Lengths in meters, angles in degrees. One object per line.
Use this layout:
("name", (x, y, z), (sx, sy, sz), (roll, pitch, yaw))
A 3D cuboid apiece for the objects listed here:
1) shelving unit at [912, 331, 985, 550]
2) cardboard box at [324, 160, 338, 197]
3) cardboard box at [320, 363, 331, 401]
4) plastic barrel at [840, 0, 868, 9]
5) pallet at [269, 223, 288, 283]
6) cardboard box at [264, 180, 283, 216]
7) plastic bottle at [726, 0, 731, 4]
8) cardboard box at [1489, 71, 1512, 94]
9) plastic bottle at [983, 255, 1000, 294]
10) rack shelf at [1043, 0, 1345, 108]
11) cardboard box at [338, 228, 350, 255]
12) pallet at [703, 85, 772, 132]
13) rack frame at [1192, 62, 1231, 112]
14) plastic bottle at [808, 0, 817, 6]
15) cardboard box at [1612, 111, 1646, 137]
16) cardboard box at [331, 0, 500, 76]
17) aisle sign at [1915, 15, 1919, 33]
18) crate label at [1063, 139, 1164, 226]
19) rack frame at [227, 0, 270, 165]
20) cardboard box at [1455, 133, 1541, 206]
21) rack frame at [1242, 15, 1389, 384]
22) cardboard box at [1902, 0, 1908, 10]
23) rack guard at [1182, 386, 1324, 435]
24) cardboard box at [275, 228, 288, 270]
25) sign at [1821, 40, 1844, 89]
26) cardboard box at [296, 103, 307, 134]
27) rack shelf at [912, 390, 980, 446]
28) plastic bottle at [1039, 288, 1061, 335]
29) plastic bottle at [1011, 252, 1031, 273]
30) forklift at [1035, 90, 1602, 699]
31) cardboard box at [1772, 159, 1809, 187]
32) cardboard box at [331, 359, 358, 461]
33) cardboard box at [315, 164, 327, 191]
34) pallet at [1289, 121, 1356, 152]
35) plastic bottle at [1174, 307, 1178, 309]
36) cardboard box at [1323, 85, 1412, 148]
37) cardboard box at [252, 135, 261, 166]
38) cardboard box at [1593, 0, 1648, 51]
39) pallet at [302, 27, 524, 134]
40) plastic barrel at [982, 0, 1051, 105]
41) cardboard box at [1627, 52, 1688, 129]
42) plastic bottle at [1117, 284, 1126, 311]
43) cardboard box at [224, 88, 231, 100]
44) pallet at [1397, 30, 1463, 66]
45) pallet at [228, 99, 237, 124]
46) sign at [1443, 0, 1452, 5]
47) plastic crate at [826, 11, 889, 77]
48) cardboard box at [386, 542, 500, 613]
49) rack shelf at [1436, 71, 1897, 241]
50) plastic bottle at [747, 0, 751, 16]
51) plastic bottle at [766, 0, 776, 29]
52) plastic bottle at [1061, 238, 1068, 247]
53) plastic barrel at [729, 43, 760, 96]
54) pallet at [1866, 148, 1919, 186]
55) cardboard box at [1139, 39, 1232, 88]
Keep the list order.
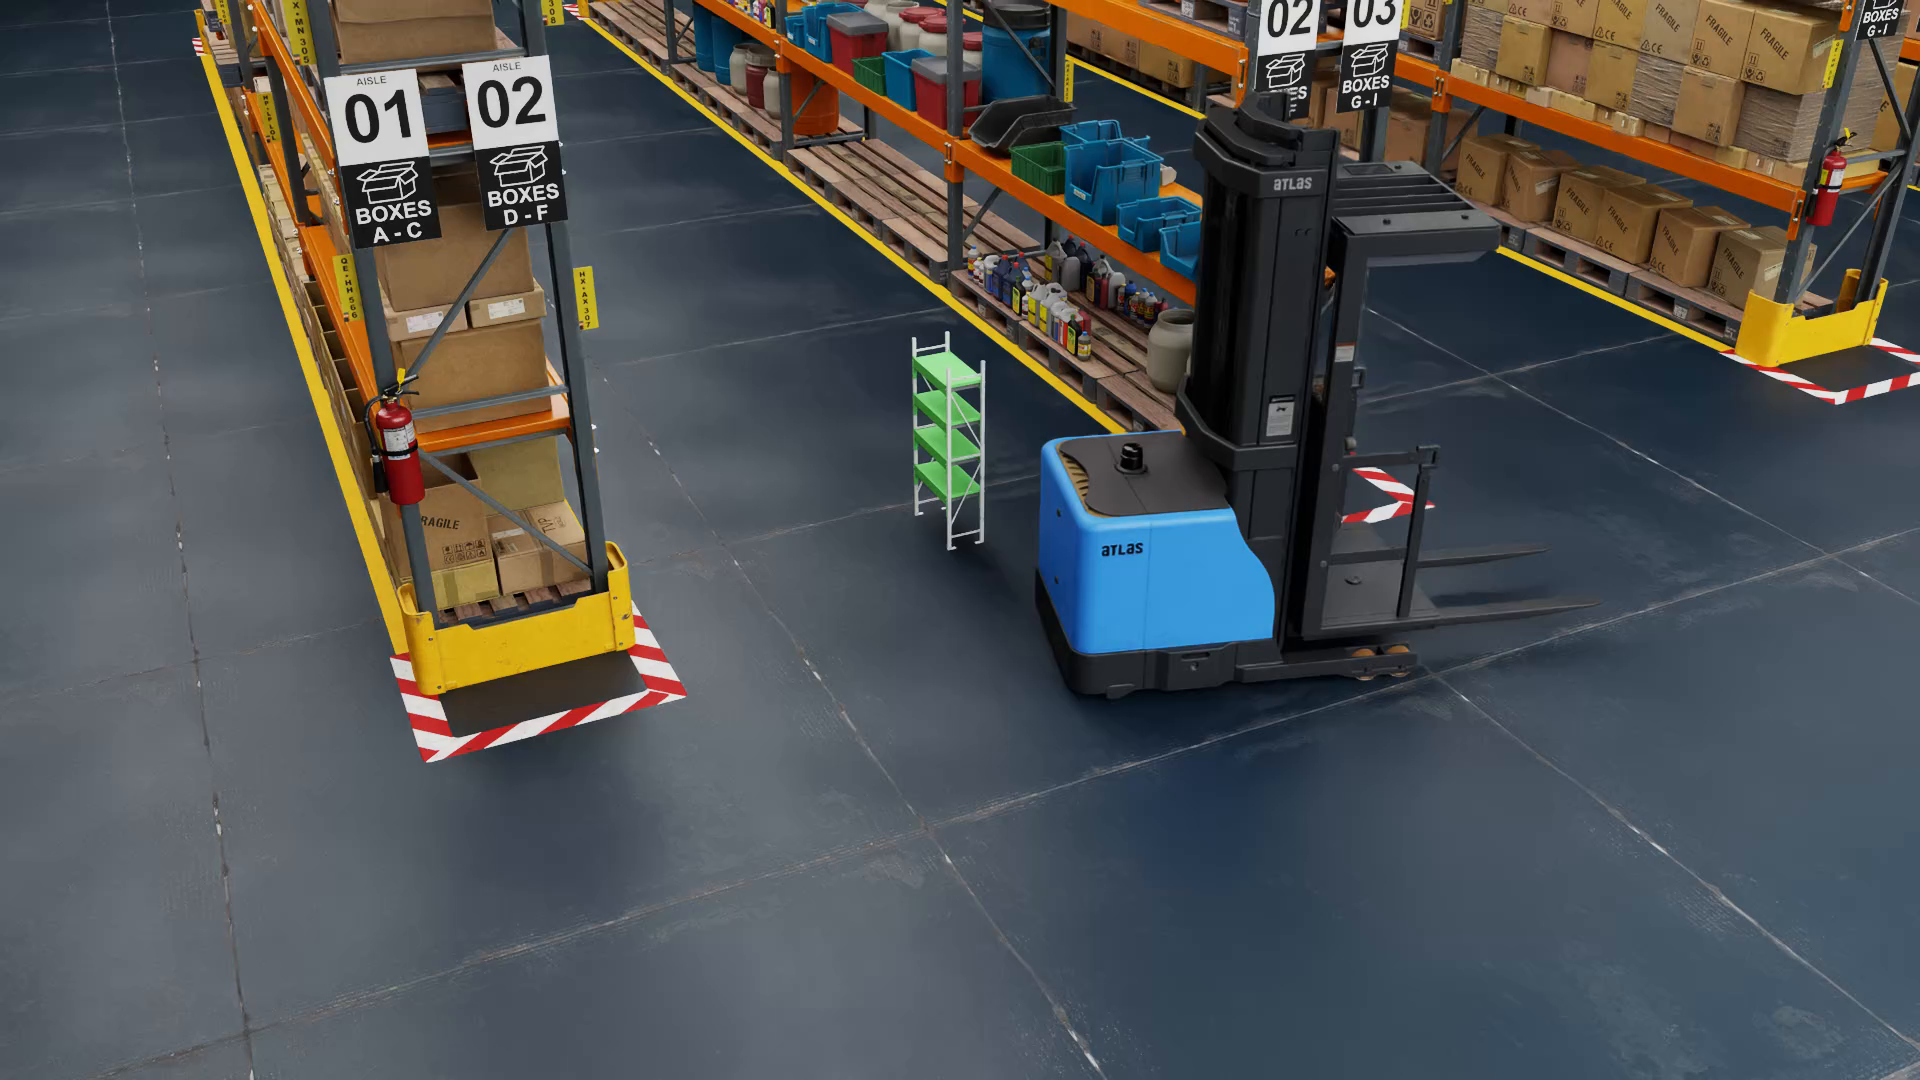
("shelving unit", (-0.071, -0.596, 10.060), (0.258, 1.200, 0.503), (-13, 32, -22))
("cardboard box", (-3.475, -2.425, 10.052), (0.700, 0.500, 0.500), (-13, 32, -22))
("cardboard box", (-4.178, -1.170, 11.624), (0.500, 0.250, 0.500), (-13, 32, -22))
("plastic barrel", (-0.872, -5.178, 16.250), (0.600, 0.536, 0.708), (-13, 32, -22))
("pallet", (-5.502, -2.633, 14.703), (1.003, 0.211, 1.213), (-13, 32, -22))
("cardboard box", (-5.628, -2.926, 14.183), (0.500, 0.311, 0.500), (-14, 32, -23))
("plastic bottle", (-2.425, -5.911, 17.748), (0.144, 0.351, 0.185), (-13, 32, -22))
("cardboard box", (4.894, -4.047, 14.630), (0.380, 0.149, 0.250), (-13, 32, -22))
("plastic bottle", (0.277, -2.127, 13.284), (0.152, 0.276, 0.135), (-12, 31, -20))
("rack shelf", (1.231, -3.604, 11.251), (1.077, 0.370, 4.000), (-13, 32, -22))
("cardboard box", (-3.463, -1.849, 10.351), (0.700, 0.500, 0.500), (-13, 32, -21))
("pallet", (-2.241, -4.921, 18.783), (1.003, 0.211, 1.213), (-13, 32, -22))
("rack frame", (3.128, -6.300, 18.390), (1.000, 3.000, 0.127), (-13, 32, -22))
("plastic bottle", (-1.542, -5.602, 17.349), (0.097, 0.201, 0.097), (0, 29, 0))
("cardboard box", (5.515, -3.379, 13.439), (0.380, 0.149, 0.250), (-13, 32, -22))
("cardboard box", (-2.629, -2.540, 7.940), (0.797, 0.503, 0.637), (-11, 31, -19))
("aisle sign", (6.860, -3.935, 11.516), (0.394, 0.787, 0.004), (-13, 32, -22))
("crate label", (1.055, -2.497, 11.574), (0.502, 0.435, 0.616), (-13, 32, -22))
("rack frame", (-5.820, -4.221, 14.684), (1.000, 3.000, 0.127), (-13, 32, -22))
("cardboard box", (4.981, -3.440, 15.418), (0.500, 0.500, 0.500), (-14, 32, -23))
("rack frame", (2.089, -1.726, 10.234), (1.000, 3.000, 0.127), (-13, 32, -22))
("cardboard box", (9.538, -5.434, 16.694), (0.875, 0.550, 0.550), (-13, 32, -22))
("rack guard", (2.014, -0.659, 10.887), (1.175, 0.500, 0.348), (-13, 32, -22))
("cardboard box", (-5.416, -2.462, 13.928), (0.500, 0.250, 0.500), (-14, 32, -23))
("sign", (6.053, -3.301, 11.536), (0.100, 0.325, 0.005), (-13, 32, -22))
("cardboard box", (-4.859, -3.295, 12.929), (0.500, 0.500, 0.500), (-13, 32, -22))
("rack shelf", (-0.071, -0.750, 9.974), (0.258, 0.148, 0.480), (-13, 32, -22))
("plastic bottle", (0.687, -1.732, 12.504), (0.144, 0.351, 0.185), (-12, 31, -20))
("plastic bottle", (0.474, -2.116, 13.188), (0.144, 0.351, 0.185), (-13, 32, -22))
("forklift", (1.991, -0.779, 8.615), (3.031, 2.935, 1.130), (-5, 30, -8))
("cardboard box", (6.254, -2.739, 12.297), (0.380, 0.149, 0.250), (-13, 32, -22))
("cardboard box", (-3.541, -0.832, 10.256), (0.500, 0.500, 0.500), (-13, 32, -22))
("cardboard box", (-3.829, -2.281, 10.459), (0.380, 0.149, 0.250), (-13, 32, -22))
("pallet", (3.982, -4.200, 17.497), (1.003, 0.211, 1.213), (-13, 32, -22))
("plastic bottle", (1.592, -1.594, 12.338), (0.097, 0.271, 0.097), (0, 29, 0))
("cardboard box", (4.173, -4.372, 17.058), (0.700, 0.500, 0.500), (-16, 33, -26))
("cardboard box", (-6.434, -3.687, 15.837), (0.500, 0.500, 0.500), (-12, 31, -20))
("cardboard box", (5.464, -4.230, 13.271), (0.500, 0.500, 0.500), (-13, 32, -22))
("pallet", (-2.666, -2.275, 8.236), (1.003, 0.211, 1.213), (-13, 32, -22))
("plastic barrel", (0.480, -3.946, 13.680), (0.600, 0.901, 0.708), (-13, 32, -22))
("cardboard box", (5.853, -3.613, 13.194), (0.875, 0.500, 0.500), (-13, 32, -22))
("plastic bottle", (1.272, -1.894, 12.944), (0.097, 0.201, 0.097), (0, 29, 0))
("cardboard box", (-8.038, -5.282, 18.681), (0.500, 0.500, 0.500), (-13, 32, -22))
("pallet", (4.649, -4.817, 15.943), (1.003, 0.211, 1.213), (-13, 32, -22))
("pallet", (-7.832, -5.075, 19.058), (1.003, 0.211, 1.213), (-13, 32, -22))
("sign", (4.346, -4.920, 14.745), (0.100, 0.325, 0.005), (-13, 32, -22))
("plastic crate", (-0.928, -4.509, 15.133), (0.402, 0.464, 0.583), (-13, 32, -22))
("cardboard box", (-2.883, 0.154, 9.263), (0.500, 0.250, 0.500), (-13, 32, -22))
("rack shelf", (5.704, -3.335, 13.840), (1.077, 0.370, 4.000), (-13, 32, -22))
("plastic bottle", (-2.162, -5.548, 17.253), (0.097, 0.201, 0.097), (0, 29, 0))
("plastic bottle", (-1.904, -5.298, 16.723), (0.061, 0.283, 0.133), (-13, 32, -22))
("plastic bottle", (0.877, -2.357, 13.686), (0.061, 0.283, 0.133), (-11, 31, -20))
("plastic barrel", (-2.378, -5.300, 18.722), (0.421, 0.512, 0.421), (0, 29, 0))
("pallet", (9.624, -3.961, 17.071), (1.003, 0.211, 1.213), (-13, 32, -22))
("cardboard box", (2.851, -5.865, 19.359), (1.225, 0.875, 0.875), (-15, 32, -24))
